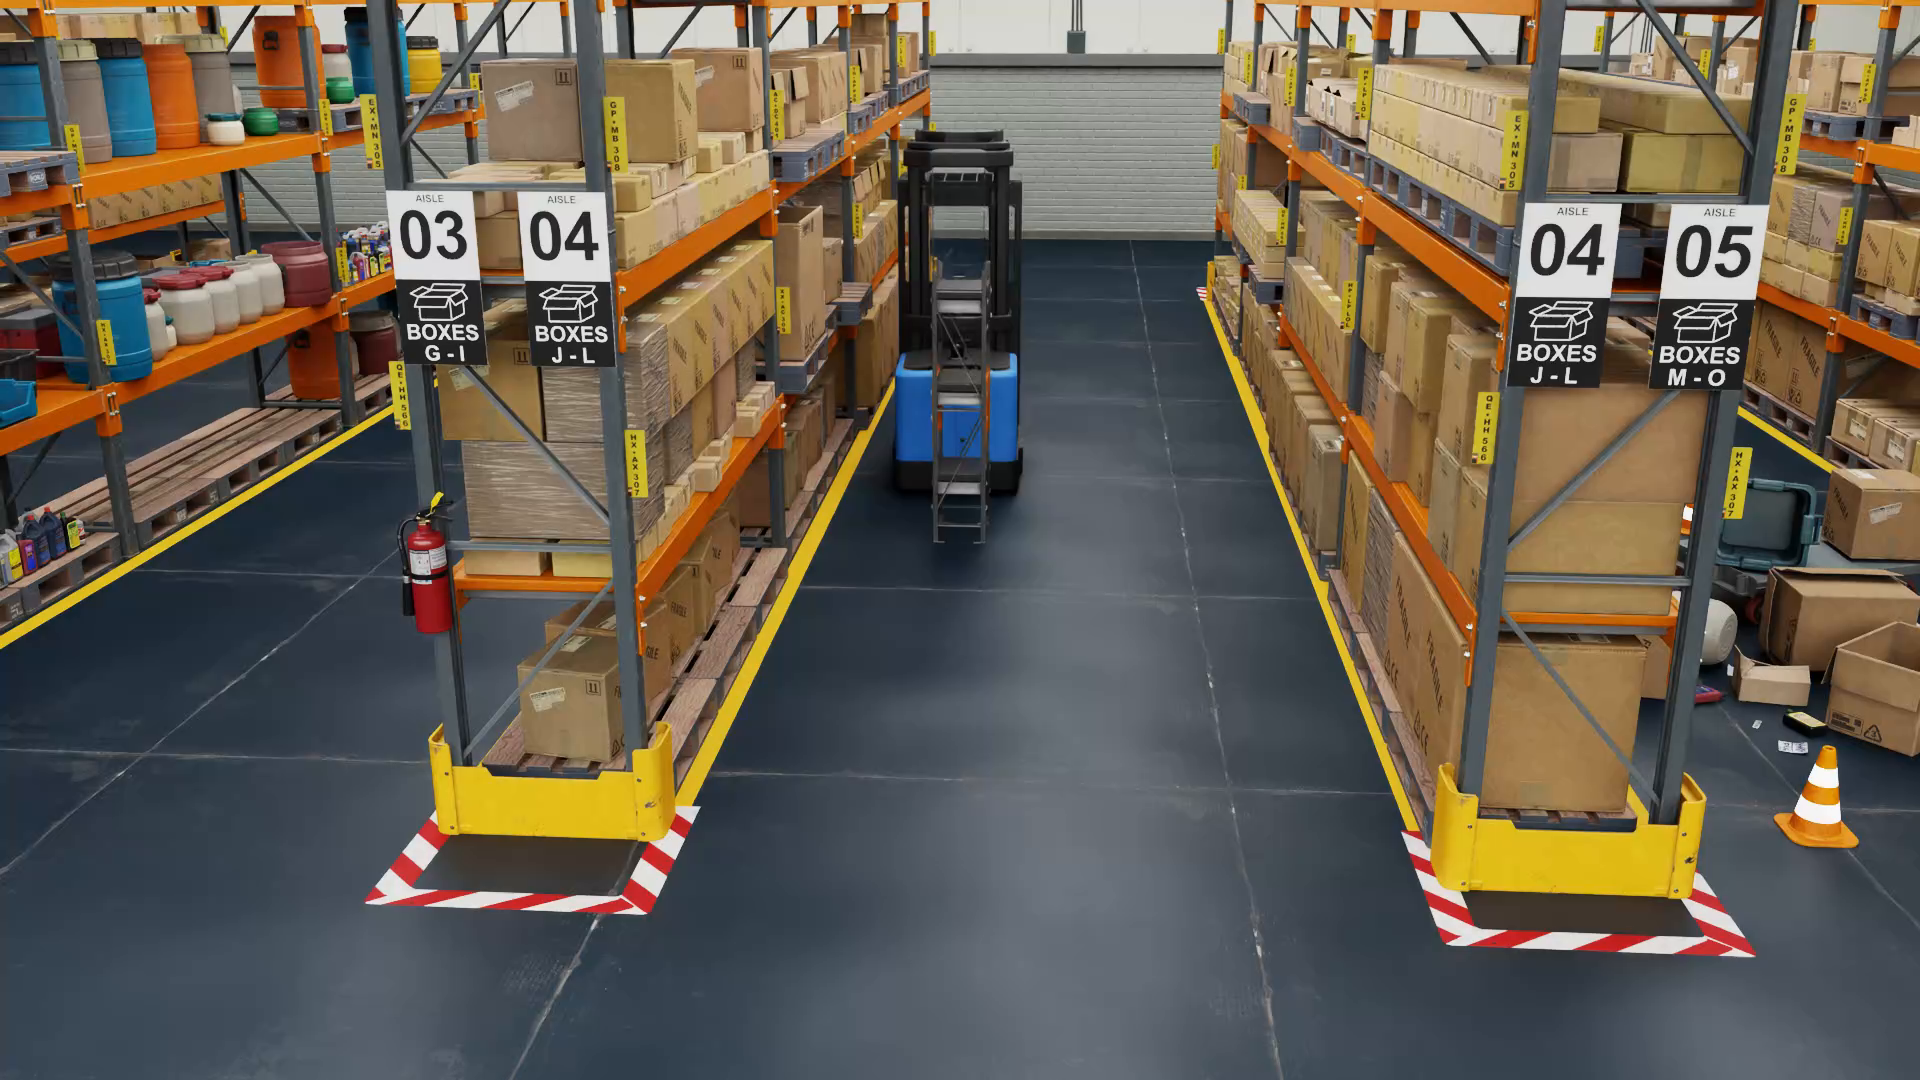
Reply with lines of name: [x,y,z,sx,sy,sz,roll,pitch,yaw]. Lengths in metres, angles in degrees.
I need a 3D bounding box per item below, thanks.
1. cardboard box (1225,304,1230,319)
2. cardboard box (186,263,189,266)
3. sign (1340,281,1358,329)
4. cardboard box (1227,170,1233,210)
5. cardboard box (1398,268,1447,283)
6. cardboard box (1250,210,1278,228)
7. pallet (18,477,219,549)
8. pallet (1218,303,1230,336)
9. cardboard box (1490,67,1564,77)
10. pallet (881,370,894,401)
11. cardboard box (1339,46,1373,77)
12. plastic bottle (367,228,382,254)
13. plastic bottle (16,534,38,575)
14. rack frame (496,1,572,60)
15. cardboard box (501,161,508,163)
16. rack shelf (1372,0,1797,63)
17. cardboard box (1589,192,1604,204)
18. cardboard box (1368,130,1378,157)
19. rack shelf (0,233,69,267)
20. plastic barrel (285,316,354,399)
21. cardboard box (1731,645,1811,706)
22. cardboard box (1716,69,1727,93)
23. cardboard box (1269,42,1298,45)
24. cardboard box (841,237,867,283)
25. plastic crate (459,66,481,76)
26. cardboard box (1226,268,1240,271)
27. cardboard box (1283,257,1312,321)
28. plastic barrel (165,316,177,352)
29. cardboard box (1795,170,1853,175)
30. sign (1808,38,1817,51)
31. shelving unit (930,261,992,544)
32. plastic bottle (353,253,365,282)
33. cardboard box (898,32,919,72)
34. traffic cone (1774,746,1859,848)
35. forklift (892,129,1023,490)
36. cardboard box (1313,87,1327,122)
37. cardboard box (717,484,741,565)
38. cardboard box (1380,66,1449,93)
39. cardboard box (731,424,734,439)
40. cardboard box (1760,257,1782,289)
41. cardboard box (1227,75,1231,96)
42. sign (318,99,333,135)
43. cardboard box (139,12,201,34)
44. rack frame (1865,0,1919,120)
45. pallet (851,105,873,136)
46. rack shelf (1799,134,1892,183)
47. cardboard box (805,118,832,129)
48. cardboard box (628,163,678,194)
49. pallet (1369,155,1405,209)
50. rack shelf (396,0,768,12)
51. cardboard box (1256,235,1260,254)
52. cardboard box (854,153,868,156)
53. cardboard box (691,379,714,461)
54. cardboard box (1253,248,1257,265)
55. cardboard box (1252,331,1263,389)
cardboard box: [3.499,-2.839,20.674,0.380,0.149,0.250,1,18,4]
cardboard box: [-11.170,-3.882,23.825,0.380,0.149,0.250,1,18,4]
sign: [2.621,-1.580,11.197,0.100,0.325,0.005,1,18,4]
cardboard box: [3.624,-4.364,20.786,0.500,0.500,0.500,1,18,2]
cardboard box: [3.179,-1.356,10.269,0.875,0.550,0.550,1,18,4]
cardboard box: [3.123,-3.228,16.730,0.380,0.149,0.250,2,18,7]
pallet: [-6.700,-0.231,13.289,1.003,0.211,1.213,1,18,4]
pallet: [3.834,-2.808,21.152,1.003,0.211,1.213,1,18,4]
cardboard box: [3.436,-2.792,10.096,0.380,0.149,0.250,1,18,4]
pallet: [-1.268,-1.739,17.891,1.003,0.211,1.213,1,18,4]
cardboard box: [3.770,-4.497,15.624,0.396,0.266,0.258,1,18,4]
plastic bottle: [-6.472,-3.311,18.409,0.152,0.276,0.135,1,18,4]
plastic bottle: [-6.460,0.088,11.493,0.061,0.283,0.133,3,18,8]
rack frame: [-5.857,-7.889,22.548,1.000,3.000,0.127,1,18,4]
cardboard box: [-2.255,-1.999,8.990,0.380,0.149,0.250,0,18,1]
rack shelf: [3.020,-2.756,8.681,1.077,0.370,4.000,1,18,4]
cardboard box: [3.274,-1.705,8.059,0.380,0.149,0.250,1,18,4]
cardboard box: [2.798,-2.506,10.506,0.380,0.149,0.250,1,18,3]
rack shelf: [-11.227,-2.945,18.248,1.077,0.370,4.000,1,18,4]
plastic barrel: [-6.412,-1.874,16.637,0.600,0.830,0.708,1,18,4]
cardboard box: [4.877,0.815,10.008,0.396,0.266,0.258,4,19,13]
cardboard box: [8.296,-4.878,17.716,0.396,0.266,0.258,1,18,3]
cardboard box: [4.160,-6.303,21.322,0.380,0.149,0.250,1,18,2]
cardboard box: [-1.184,-2.636,15.988,0.500,0.500,0.500,2,18,6]
plastic crate: [-6.241,-5.966,21.595,0.504,0.338,0.767,1,18,4]
cardboard box: [3.637,-3.430,21.521,0.380,0.149,0.250,2,18,6]
cardboard box: [3.148,-2.215,14.705,0.500,0.500,0.500,1,18,5]
plastic barrel: [-6.469,-1.653,13.373,0.301,0.262,0.301,0,18,0]
cardboard box: [8.814,-3.525,17.096,0.500,0.500,0.500,2,18,6]
sign: [9.223,-5.276,18.054,0.100,0.325,0.005,1,18,4]
shelving unit: [0.012,-1.049,12.753,0.431,2.100,0.503,1,18,4]
plastic bottle: [-6.008,-2.726,16.614,0.061,0.283,0.133,1,18,4]
cardboard box: [-0.901,-6.485,22.084,0.700,0.500,0.500,0,18,1]
traffic cone: [4.331,1.256,8.347,0.336,0.463,0.334,1,18,4]
forklift: [0.004,-2.222,14.998,1.130,2.935,3.031,0,18,1]
cardboard box: [3.143,-3.527,13.458,0.500,0.250,0.500,2,18,5]
cardboard box: [-1.846,-0.089,11.718,0.500,0.500,0.500,1,18,2]
cardboard box: [2.781,-2.806,10.140,0.380,0.149,0.250,1,18,3]
cardboard box: [-1.661,-0.700,10.644,0.380,0.149,0.250,1,18,4]
cardboard box: [8.245,-2.629,16.369,0.500,0.250,0.500,1,18,3]
cardboard box: [3.694,-5.843,21.360,0.500,0.250,0.500,2,18,6]
sign: [-5.881,-3.919,15.418,0.100,0.325,0.005,1,18,4]
cardboard box: [-10.818,-6.938,22.697,0.700,0.500,0.500,1,18,4]
rack frame: [8.394,-5.073,13.953,1.000,3.000,0.127,1,18,4]
pallet: [-1.497,-3.980,15.738,1.213,0.211,1.003,2,18,6]
rack shelf: [8.538,-3.927,16.427,1.077,0.370,4.000,1,18,4]
cardboard box: [-1.340,-3.334,13.704,0.500,0.250,0.500,2,18,5]
cardboard box: [-1.691,-1.900,8.689,0.380,0.149,0.250,1,18,4]
pallet: [3.094,-2.188,10.109,1.003,0.211,1.213,1,18,4]
rack shelf: [-1.920,-3.087,9.053,1.077,0.370,4.000,1,18,4]
cardboard box: [3.065,-2.851,16.058,0.380,0.149,0.250,2,18,5]
cardboard box: [-1.397,-4.416,20.142,0.500,0.500,0.500,1,18,4]
cardboard box: [-1.954,-0.785,9.863,0.875,0.500,0.500,1,18,4]
cardboard box: [3.086,-2.779,16.316,0.380,0.149,0.250,1,18,3]
cardboard box: [3.299,-1.849,17.088,0.500,0.500,0.500,0,18,1]
